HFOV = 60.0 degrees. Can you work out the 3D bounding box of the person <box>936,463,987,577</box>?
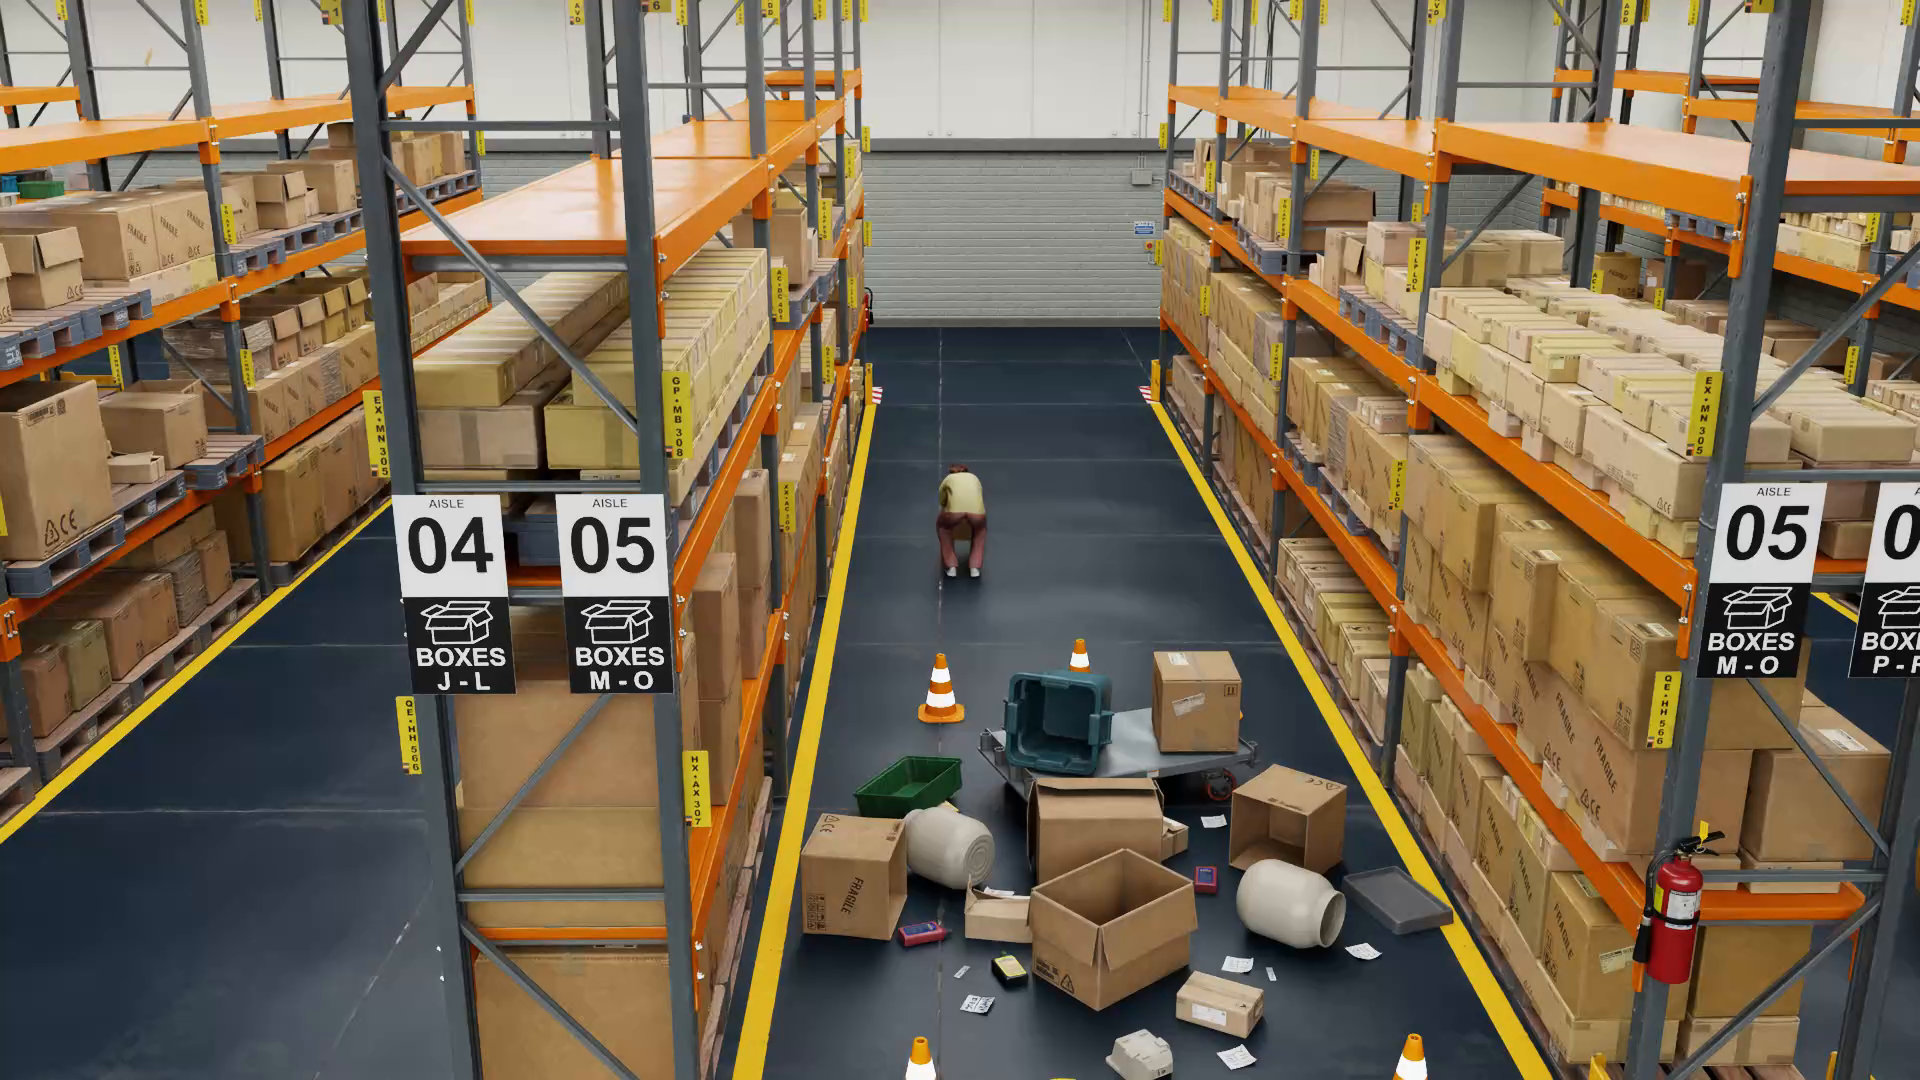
[{"bbox_3d":[0.017,-0.198,15.407,0.476,0.954,0.862,-1,17,-3],"label":"person"}]
